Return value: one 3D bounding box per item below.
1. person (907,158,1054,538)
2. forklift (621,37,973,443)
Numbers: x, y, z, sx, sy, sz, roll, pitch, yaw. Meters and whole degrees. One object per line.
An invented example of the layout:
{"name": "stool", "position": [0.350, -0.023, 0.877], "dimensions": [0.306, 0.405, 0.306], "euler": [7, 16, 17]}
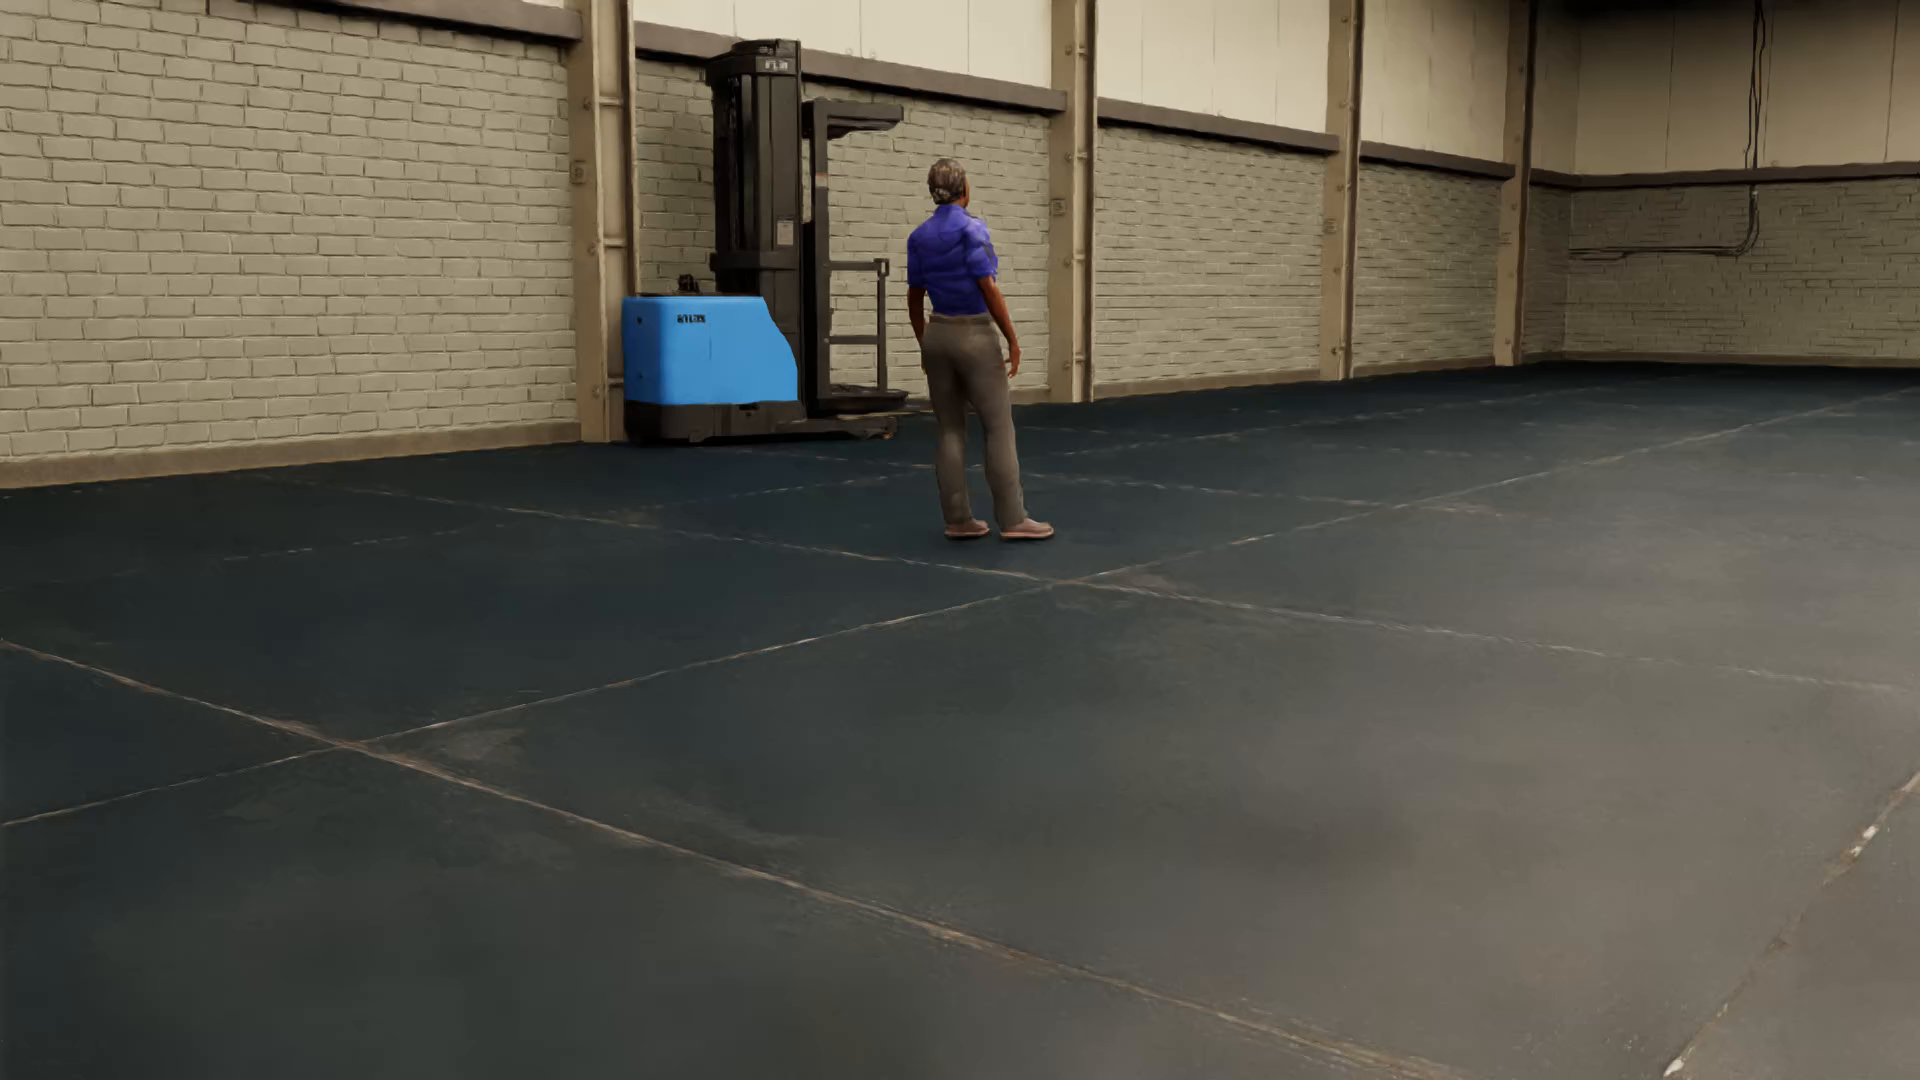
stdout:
{"name": "person", "position": [0.070, -0.834, 7.340], "dimensions": [0.570, 1.654, 0.503], "euler": [7, 11, 38]}
{"name": "forklift", "position": [-1.075, -2.278, 12.849], "dimensions": [3.031, 2.935, 1.130], "euler": [-5, 10, -31]}
